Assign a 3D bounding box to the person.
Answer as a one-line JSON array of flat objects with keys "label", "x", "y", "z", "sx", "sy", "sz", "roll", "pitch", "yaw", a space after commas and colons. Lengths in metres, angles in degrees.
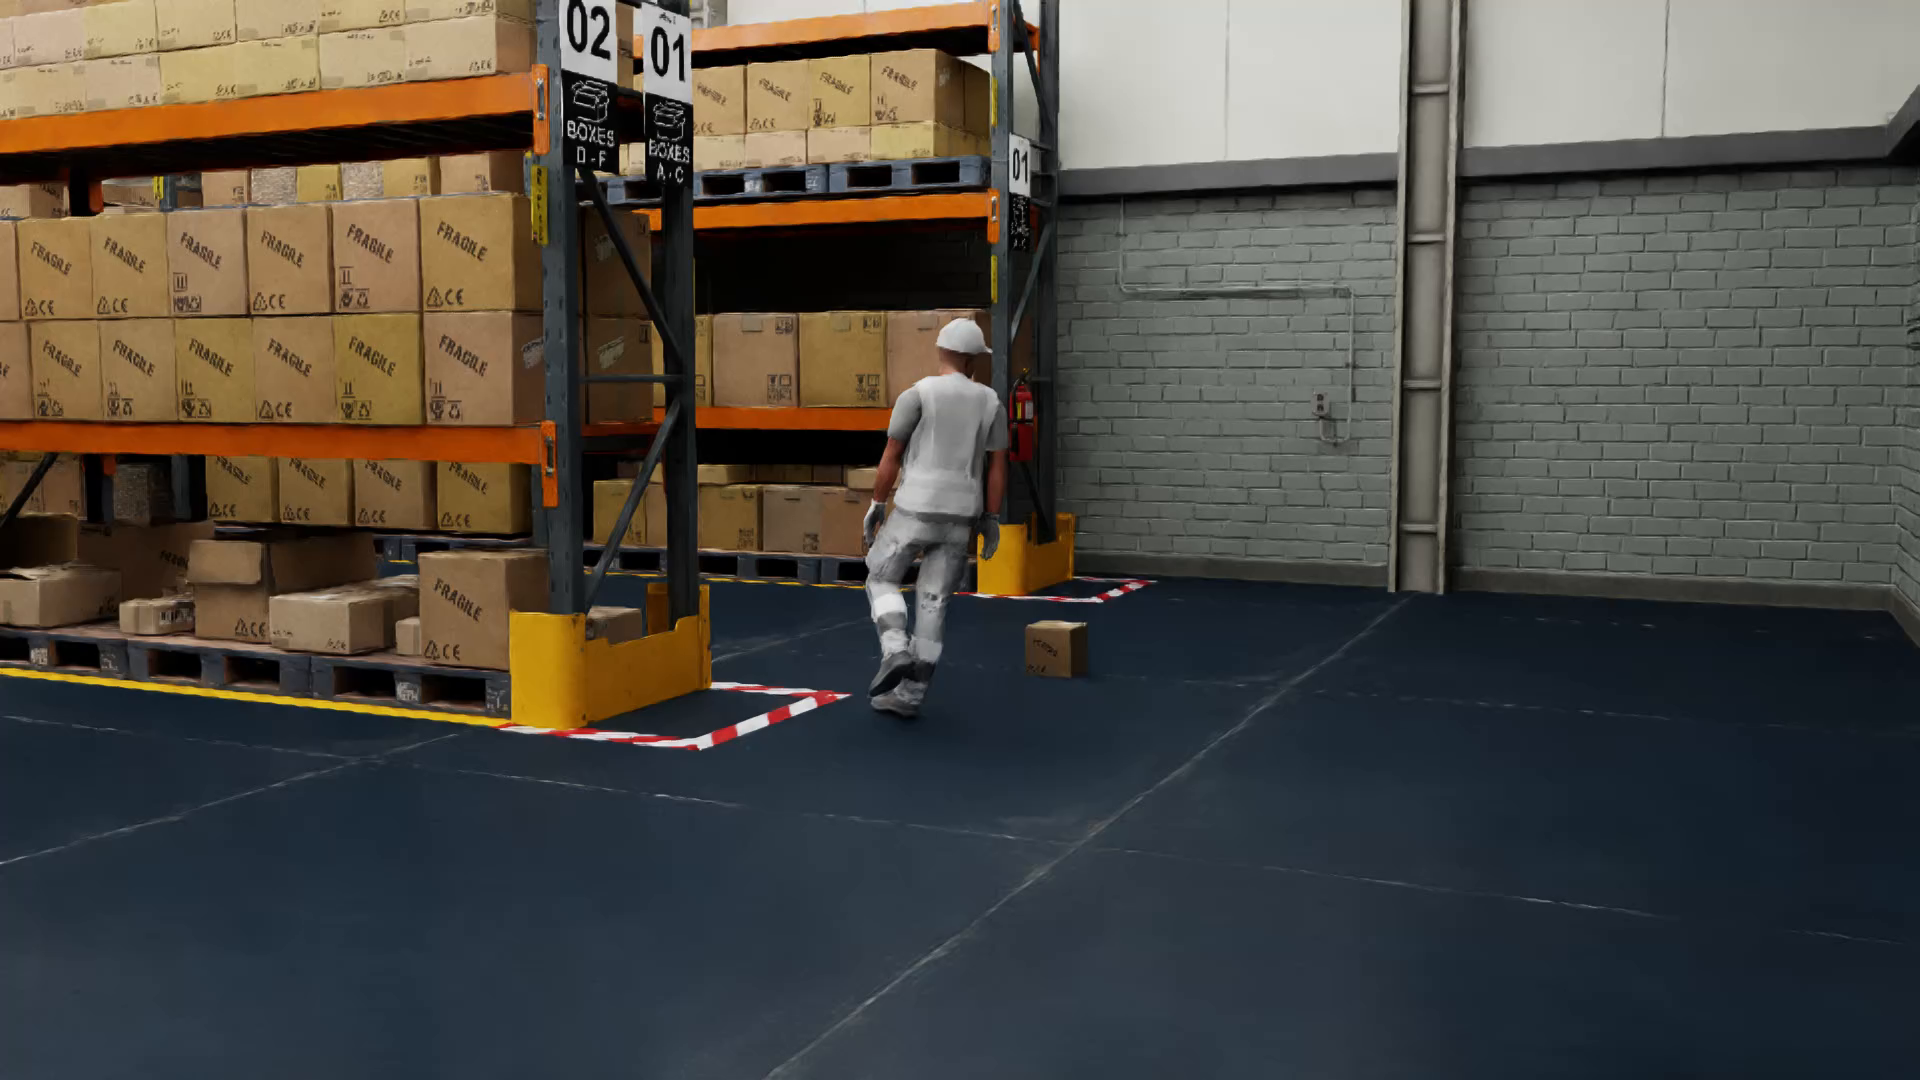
[{"label": "person", "x": -0.137, "y": -0.097, "z": 7.440, "sx": 0.655, "sy": 1.770, "sz": 0.462, "roll": -3, "pitch": 6, "yaw": -25}]
